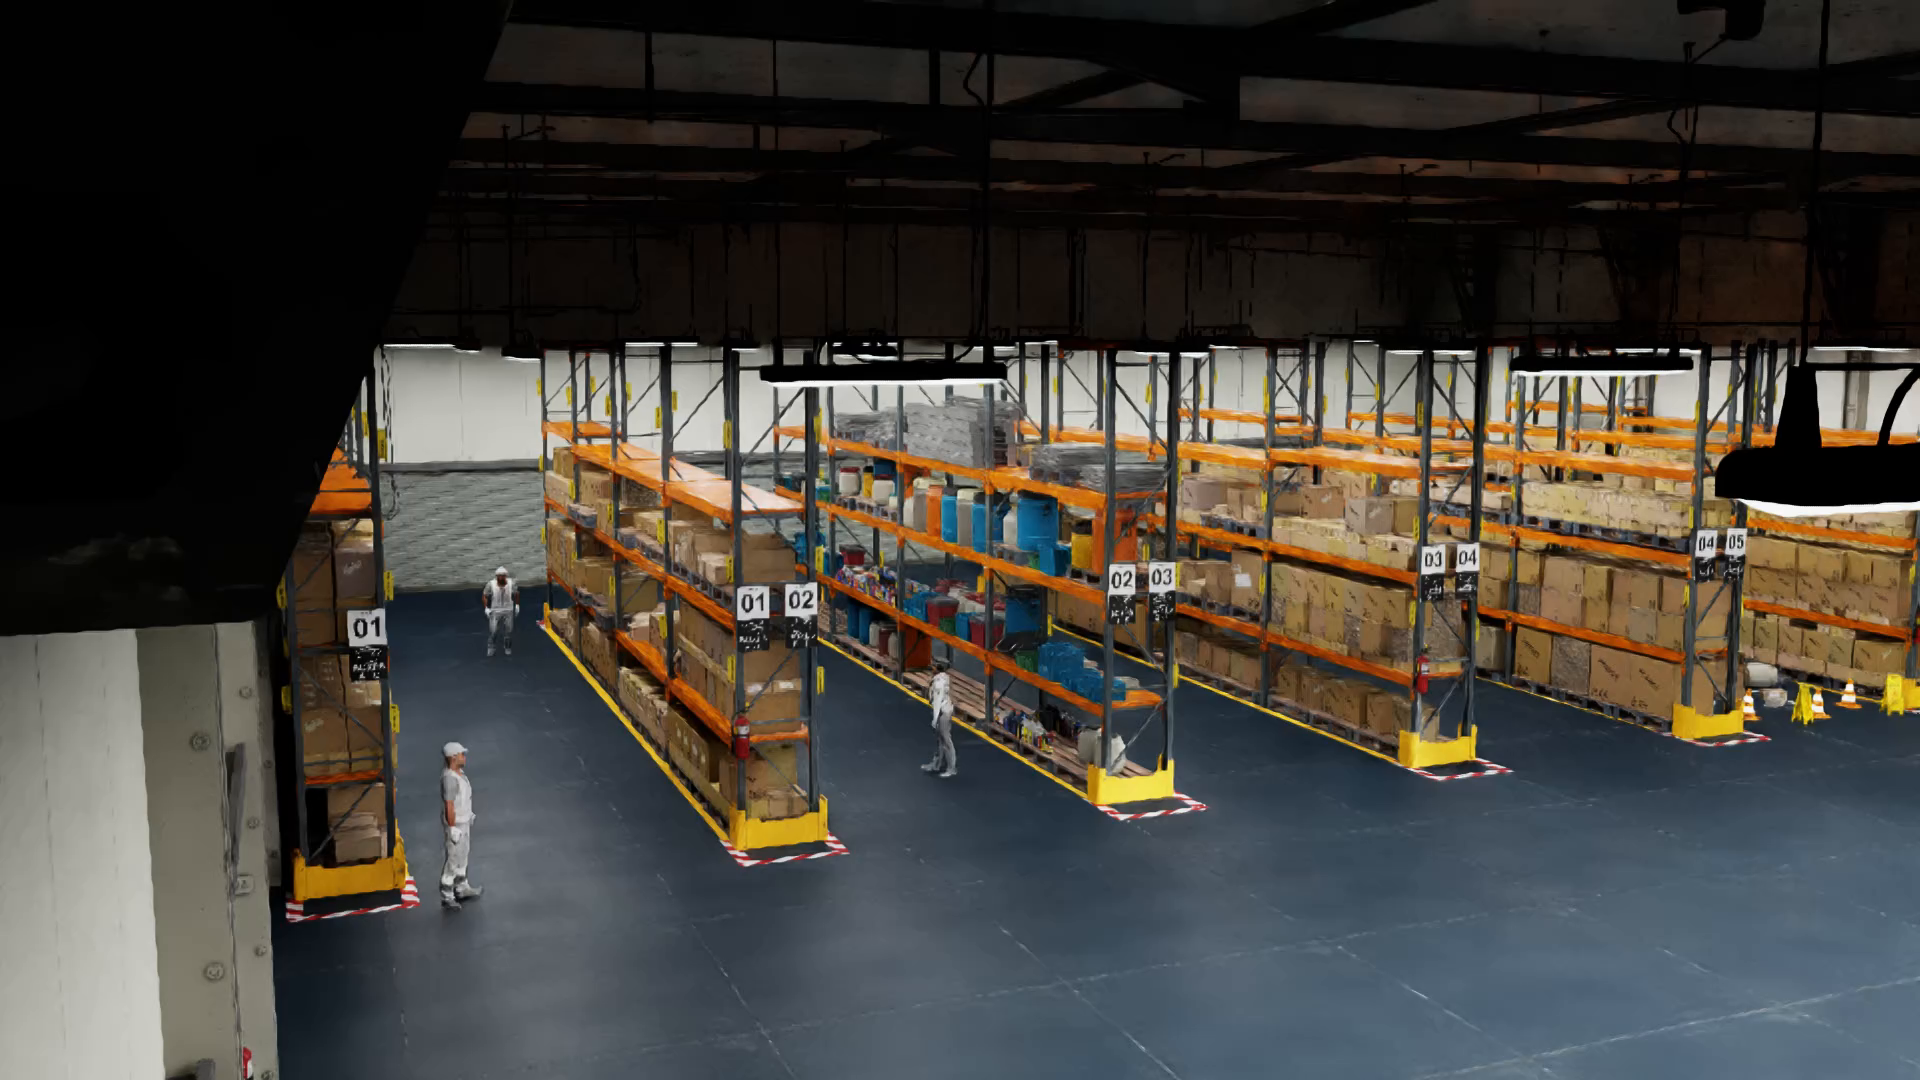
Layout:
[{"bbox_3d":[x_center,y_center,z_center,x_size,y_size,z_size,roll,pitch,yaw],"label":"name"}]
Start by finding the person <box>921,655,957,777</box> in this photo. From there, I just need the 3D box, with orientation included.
[{"bbox_3d":[-0.297,2.456,23.408,0.539,1.665,0.572,1,7,5],"label":"person"}]

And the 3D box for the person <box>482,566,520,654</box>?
[{"bbox_3d":[-8.770,1.350,31.801,0.702,1.734,0.549,-3,8,-23],"label":"person"}]

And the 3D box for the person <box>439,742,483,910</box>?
[{"bbox_3d":[-5.466,3.073,18.136,0.390,1.792,0.645,-1,7,-7],"label":"person"}]
